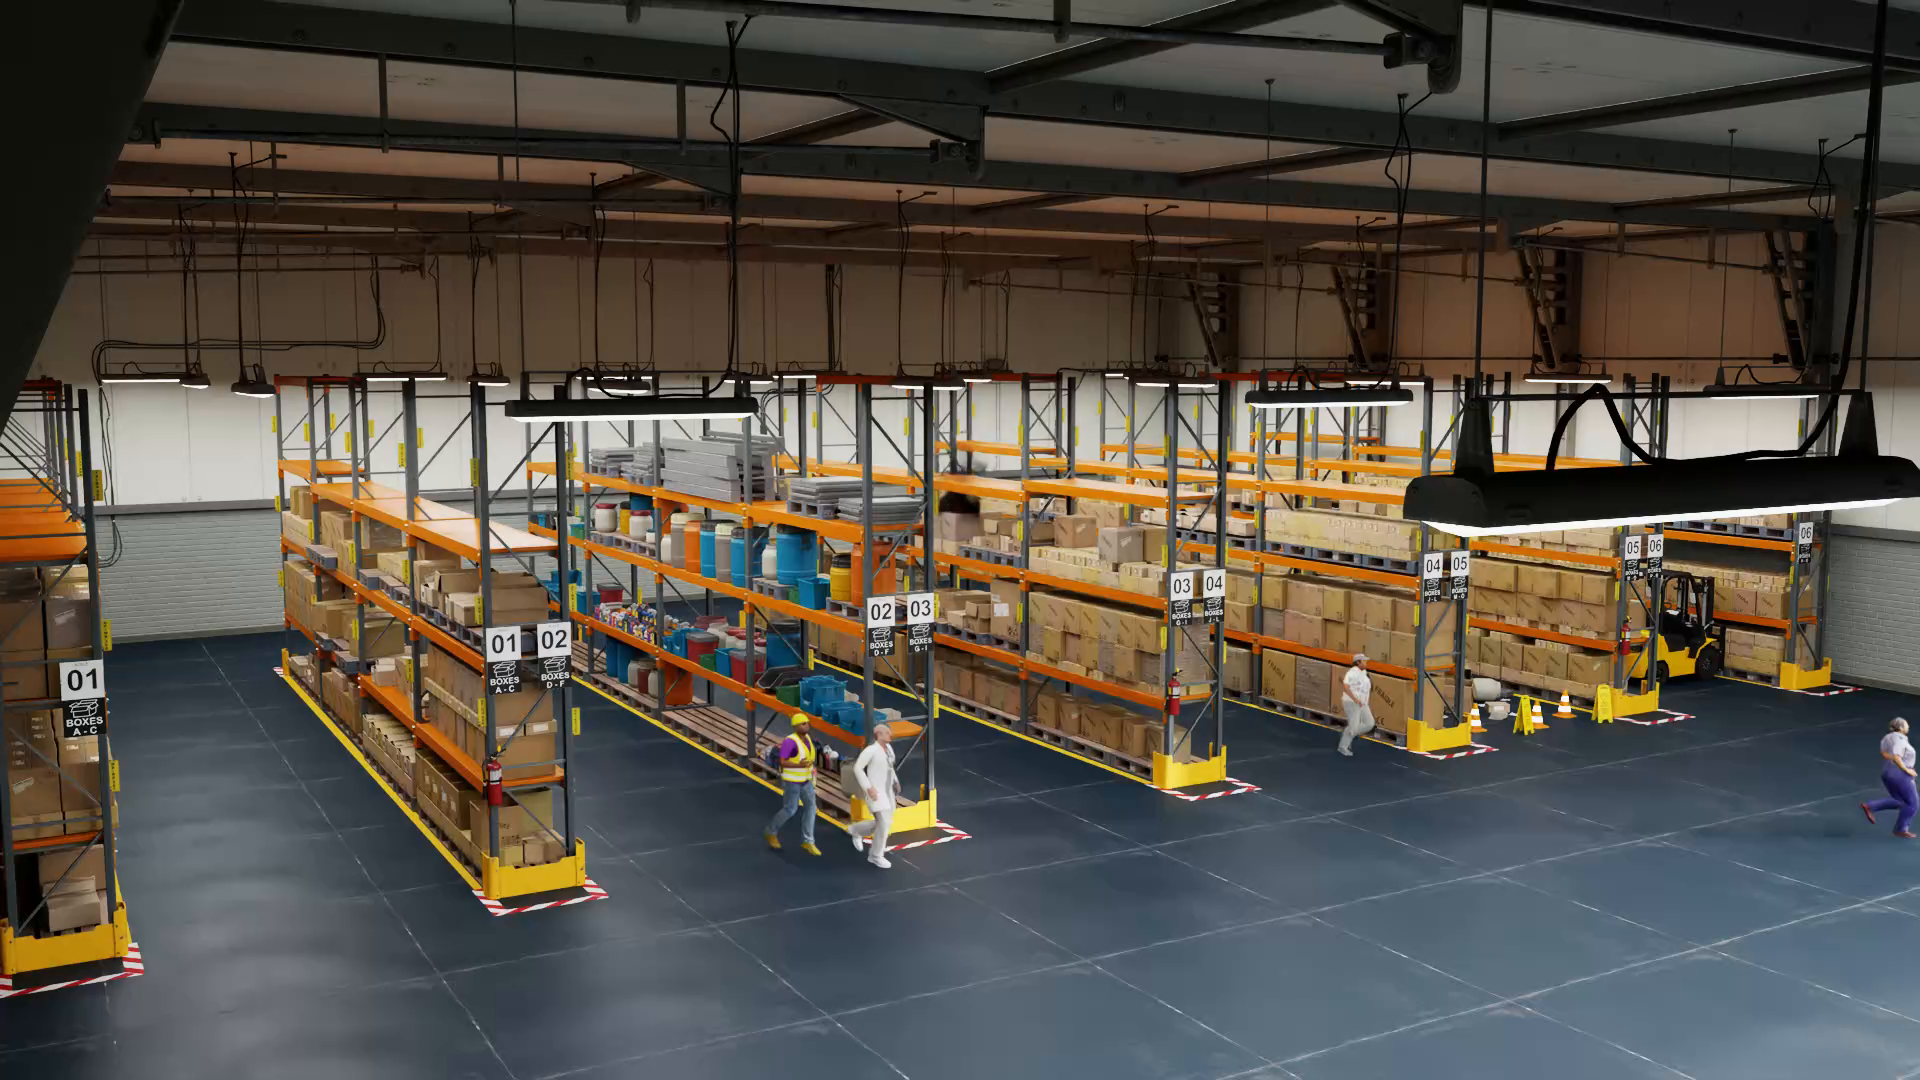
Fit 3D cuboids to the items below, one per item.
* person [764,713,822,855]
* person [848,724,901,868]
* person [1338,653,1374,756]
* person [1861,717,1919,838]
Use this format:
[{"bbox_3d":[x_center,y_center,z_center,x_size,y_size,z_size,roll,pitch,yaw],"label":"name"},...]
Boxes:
[{"bbox_3d":[-2.114,3.122,21.398,0.815,1.818,0.707,4,7,30],"label":"person"},{"bbox_3d":[-1.036,3.197,21.010,0.682,1.729,0.755,4,7,31],"label":"person"},{"bbox_3d":[6.412,2.624,26.696,0.496,1.610,0.662,6,9,44],"label":"person"},{"bbox_3d":[12.365,3.141,22.028,0.670,1.621,0.608,1,6,7],"label":"person"}]
